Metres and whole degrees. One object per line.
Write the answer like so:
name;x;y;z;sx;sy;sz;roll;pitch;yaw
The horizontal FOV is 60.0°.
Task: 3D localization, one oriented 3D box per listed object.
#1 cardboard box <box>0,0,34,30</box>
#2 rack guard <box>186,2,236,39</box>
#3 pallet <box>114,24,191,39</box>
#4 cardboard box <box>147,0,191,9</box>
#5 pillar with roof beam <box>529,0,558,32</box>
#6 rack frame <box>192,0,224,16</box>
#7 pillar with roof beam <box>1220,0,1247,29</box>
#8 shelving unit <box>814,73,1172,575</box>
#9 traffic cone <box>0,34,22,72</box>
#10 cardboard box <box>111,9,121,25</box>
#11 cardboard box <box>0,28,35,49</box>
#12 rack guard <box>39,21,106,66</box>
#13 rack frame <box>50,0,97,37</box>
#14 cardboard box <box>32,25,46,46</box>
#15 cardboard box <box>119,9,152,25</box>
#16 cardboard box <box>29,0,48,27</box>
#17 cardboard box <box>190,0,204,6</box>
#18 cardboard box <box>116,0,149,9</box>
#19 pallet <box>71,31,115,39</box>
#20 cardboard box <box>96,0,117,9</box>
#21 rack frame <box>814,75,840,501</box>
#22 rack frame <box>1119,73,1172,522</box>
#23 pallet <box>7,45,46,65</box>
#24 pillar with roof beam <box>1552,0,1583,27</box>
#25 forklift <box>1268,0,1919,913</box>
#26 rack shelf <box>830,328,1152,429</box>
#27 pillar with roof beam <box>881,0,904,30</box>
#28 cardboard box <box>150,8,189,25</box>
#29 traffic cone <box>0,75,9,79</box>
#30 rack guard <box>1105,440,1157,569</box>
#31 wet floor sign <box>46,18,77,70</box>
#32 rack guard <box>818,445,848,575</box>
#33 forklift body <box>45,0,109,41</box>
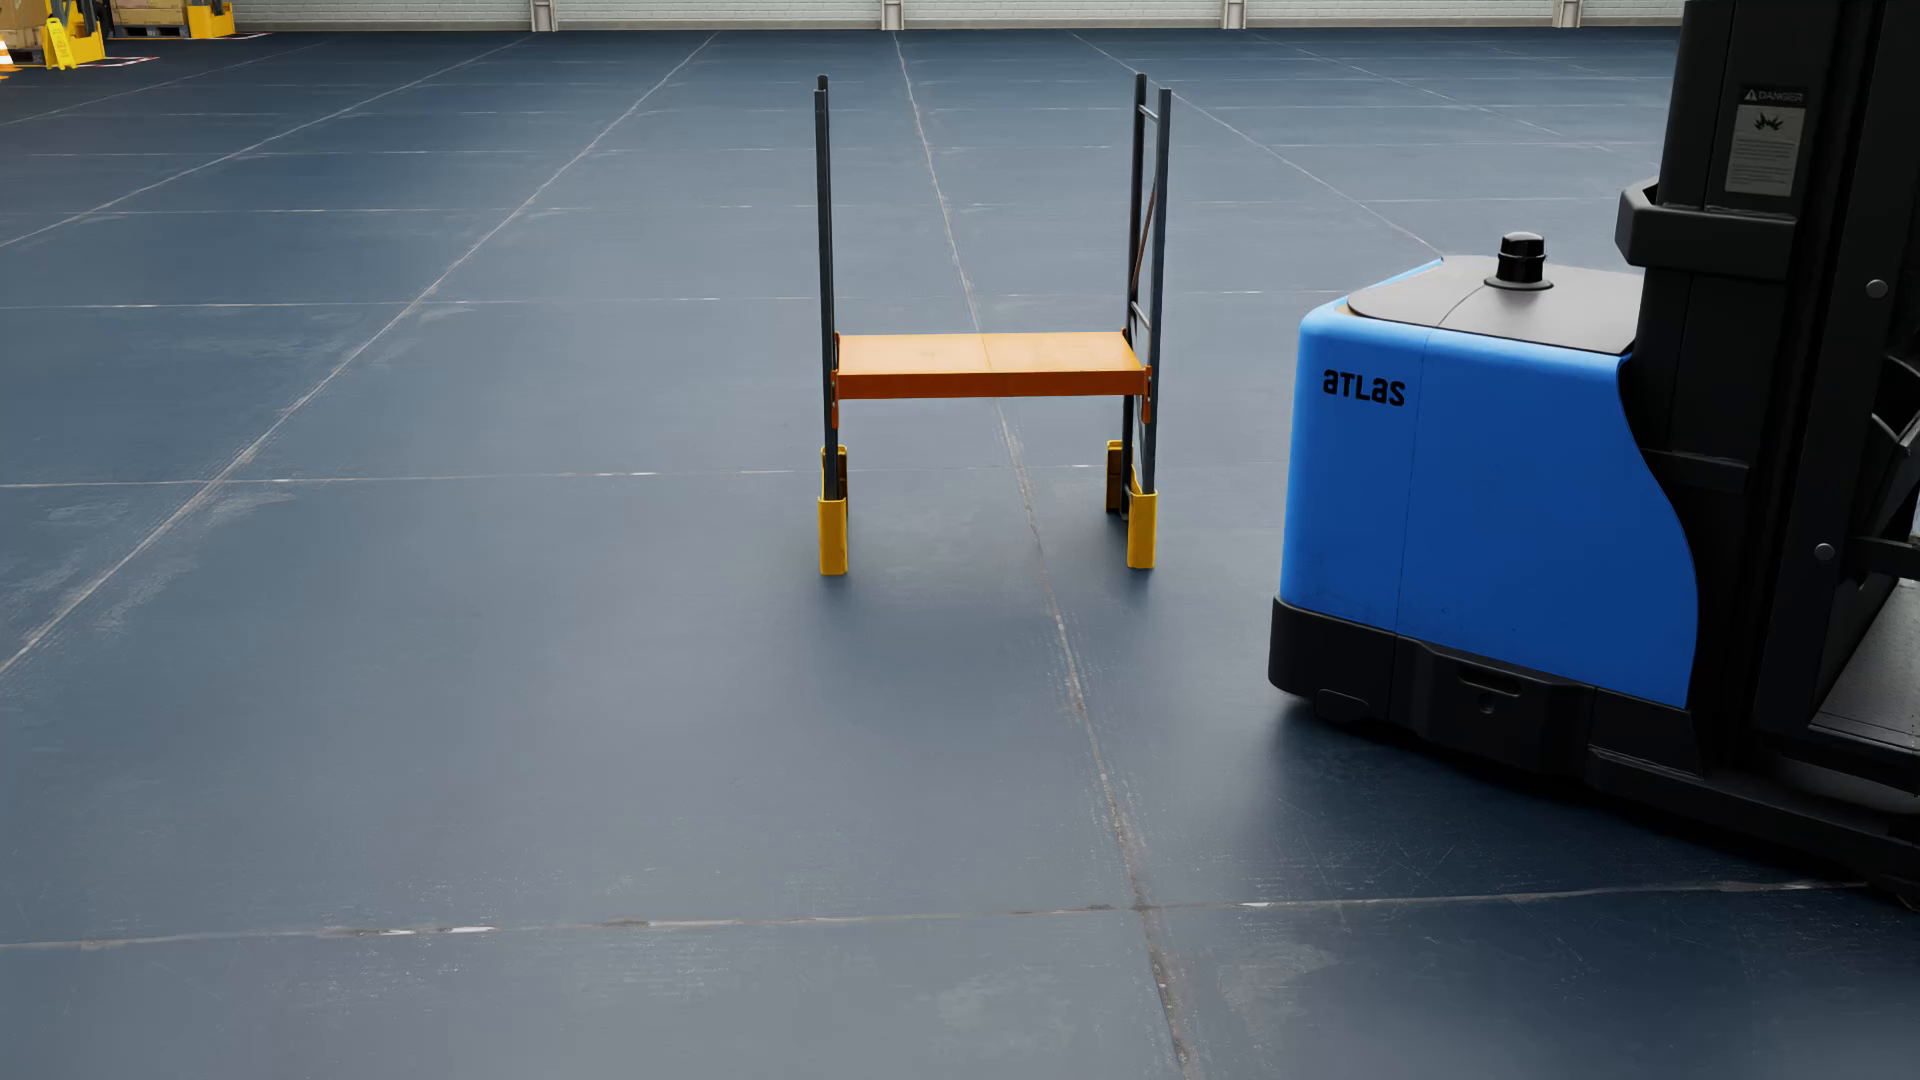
cardboard box;-12.906;-7.158;22.426;0.500;0.500;0.500;-1;21;-3
rack guard;-12.384;-8.600;27.508;0.348;0.500;1.175;-1;21;-3
pallet;-13.169;-8.435;27.478;1.213;0.211;1.003;-1;21;-3
cardboard box;-12.876;-8.792;27.070;0.500;0.250;0.500;-1;21;-4
pillar with roof beam;-6.918;-11.470;23.102;0.400;9.000;9.100;-1;21;-3
rack frame;-12.408;-9.768;27.062;0.127;3.000;1.000;-1;21;-3
pillar with roof beam;5.062;-11.714;23.742;0.400;9.000;9.100;-1;21;-3
shelving unit;0.076;-0.702;5.358;1.083;1.500;0.587;-1;21;-3
traffic cone;-12.476;-6.352;21.656;0.334;0.463;0.336;-1;21;-3
cardboard box;-13.856;-8.544;27.121;0.500;0.250;0.500;-1;21;-2
cardboard box;-12.936;-6.804;22.550;0.500;0.250;0.500;-1;21;-3
rack guard;-12.197;-6.835;22.872;0.348;0.500;1.175;-1;21;-3
rack frame;-12.121;-8.005;22.431;0.127;3.000;1.000;-1;21;-3
cardboard box;-12.942;-6.998;23.060;0.500;0.250;0.500;-1;21;-3
cardboard box;-13.356;-8.551;27.139;0.500;0.250;0.500;-1;21;-3
cardboard box;-12.966;-7.348;22.925;0.500;0.500;0.500;-2;21;-5
cardboard box;-12.889;-8.977;27.556;0.500;0.250;0.500;-1;21;-2
cardboard box;-13.377;-8.786;27.053;0.500;0.250;0.500;-1;21;-4
pallet;-14.384;-8.411;27.416;1.213;0.211;1.003;-1;21;-3
cardboard box;-13.892;-8.768;27.006;0.500;0.250;0.500;-2;21;-4
rack frame;-0.422;-0.692;5.332;0.032;1.500;0.500;-1;21;-3
rack frame;0.593;-0.713;5.386;0.032;1.500;0.500;-1;21;-3
pallet;-13.010;-6.696;22.913;1.213;0.211;1.003;-1;21;-3
pillar with roof beam;11.052;-11.836;24.062;0.400;9.000;9.100;-1;21;-3
forklift;2.302;-0.744;3.456;3.031;2.935;1.130;15;26;35
rack shelf;0.085;-0.535;5.423;1.000;0.185;0.538;-1;21;-3
pillar with roof beam;-0.928;-11.592;23.422;0.400;9.000;9.100;-1;21;-3
cardboard box;-12.859;-8.558;27.157;0.500;0.250;0.500;-1;21;-3
traffic cone;-12.074;-5.965;20.638;0.334;0.463;0.336;-1;21;-3
rack guard;0.573;-0.128;5.607;0.087;0.250;0.587;-1;21;-3
wet floor sign;-11.870;-6.528;21.862;0.232;0.644;0.267;6;22;16
rack guard;-0.421;-0.108;5.554;0.087;0.250;0.587;-1;21;-3
forklift body;-14.197;-8.685;25.410;1.214;2.155;2.313;-1;21;-3
